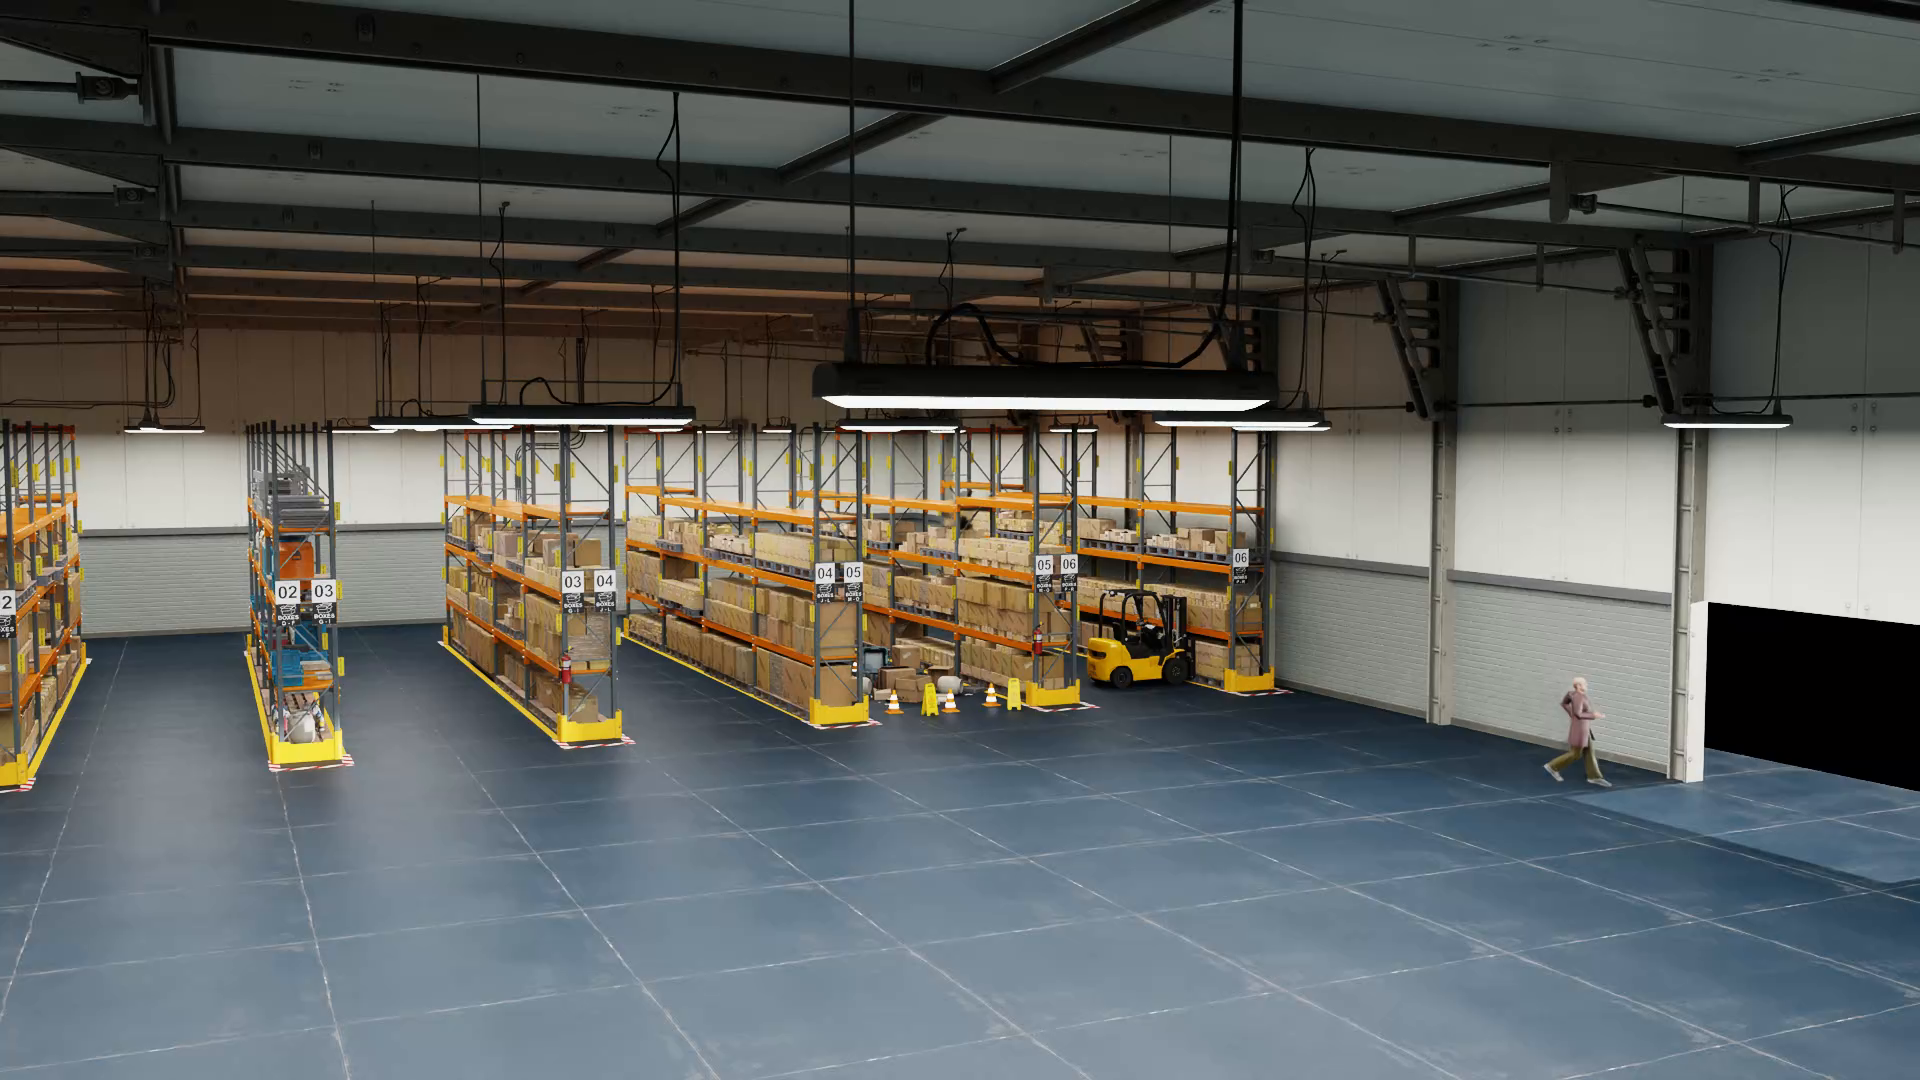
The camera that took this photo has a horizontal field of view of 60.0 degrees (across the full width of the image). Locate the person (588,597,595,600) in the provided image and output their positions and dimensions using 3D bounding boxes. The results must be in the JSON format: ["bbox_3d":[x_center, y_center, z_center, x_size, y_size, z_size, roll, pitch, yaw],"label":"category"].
[{"bbox_3d":[-10.342,2.002,46.284,0.613,1.750,0.716,-1,4,-11],"label":"person"}]

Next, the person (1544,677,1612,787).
[{"bbox_3d":[10.085,3.118,27.110,1.049,1.781,0.710,1,4,21],"label":"person"}]

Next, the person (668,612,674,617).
[{"bbox_3d":[-8.341,1.864,48.865,0.762,1.700,0.676,2,4,30],"label":"person"}]
